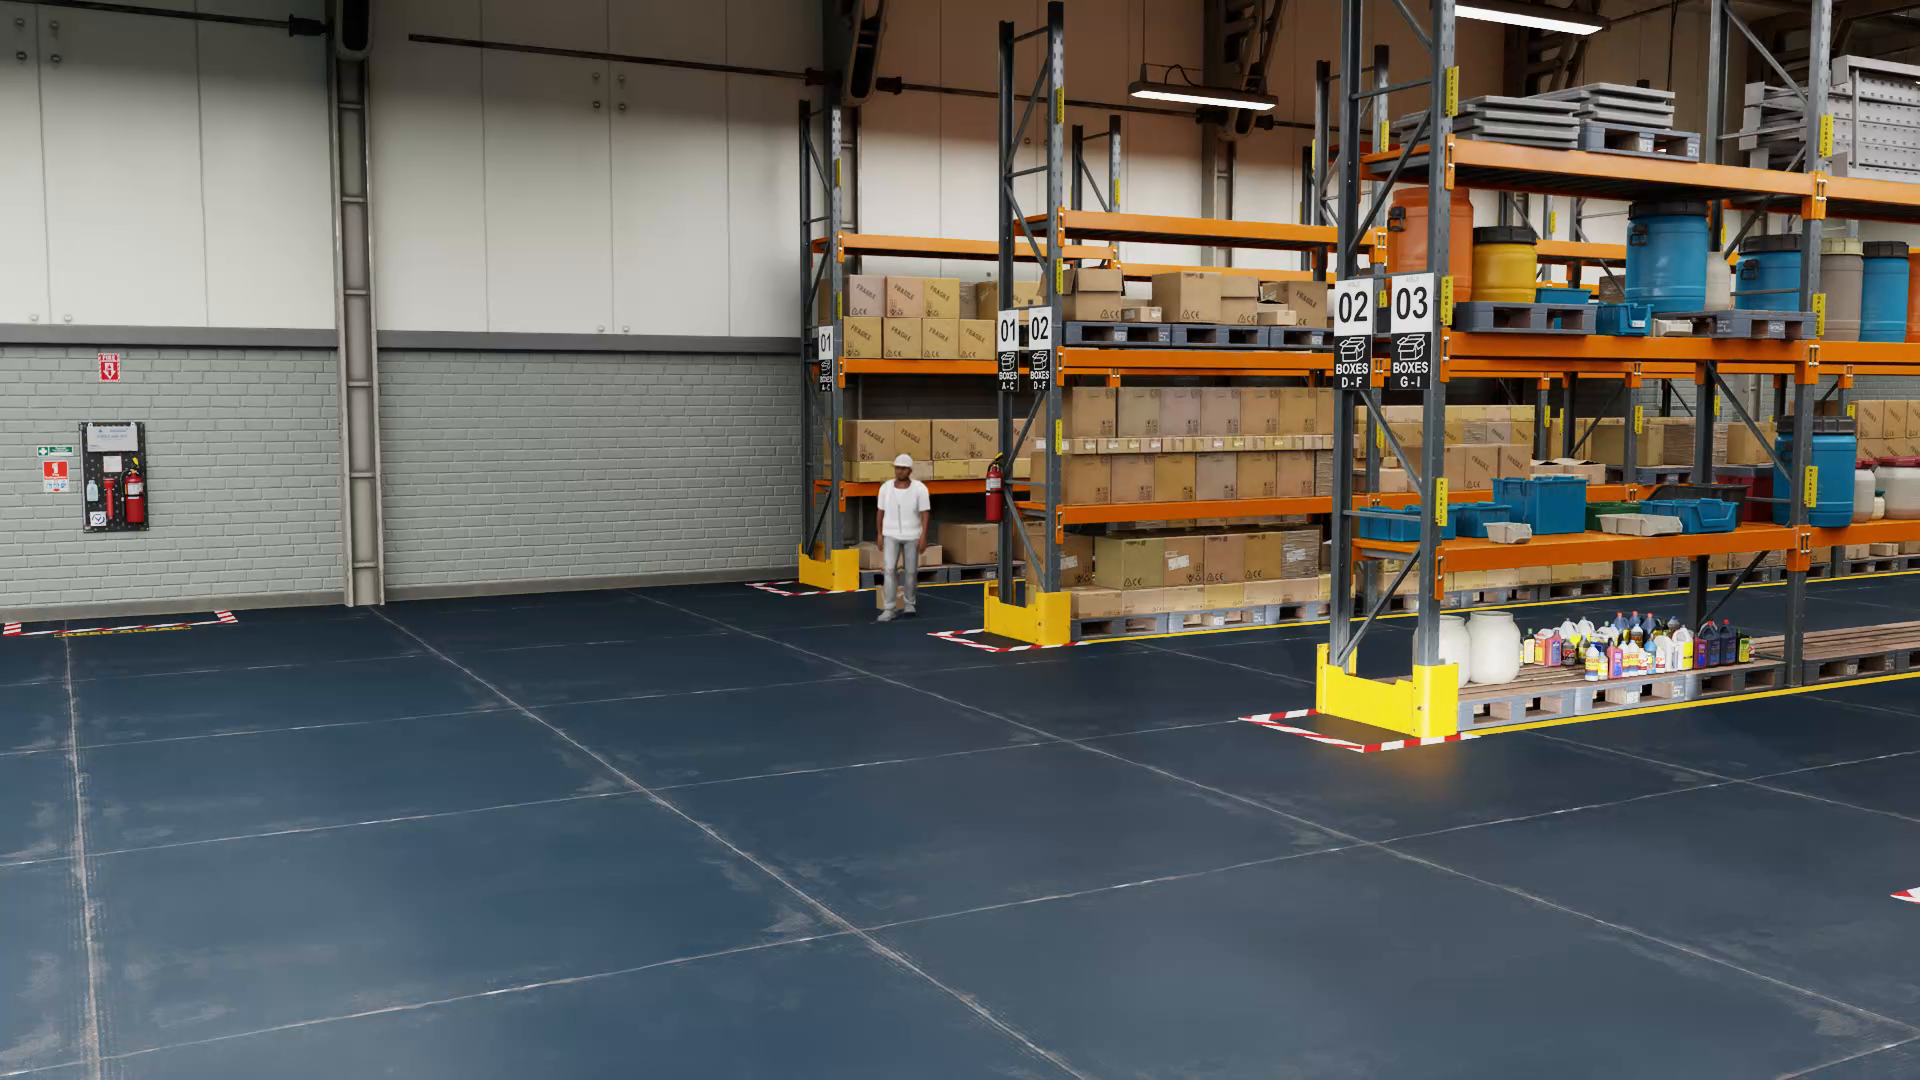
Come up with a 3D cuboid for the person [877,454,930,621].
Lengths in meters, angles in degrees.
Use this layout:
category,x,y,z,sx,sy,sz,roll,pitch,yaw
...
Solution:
category,x,y,z,sx,sy,sz,roll,pitch,yaw
person,-0.604,-0.044,17.490,0.586,1.714,0.946,0,5,4
